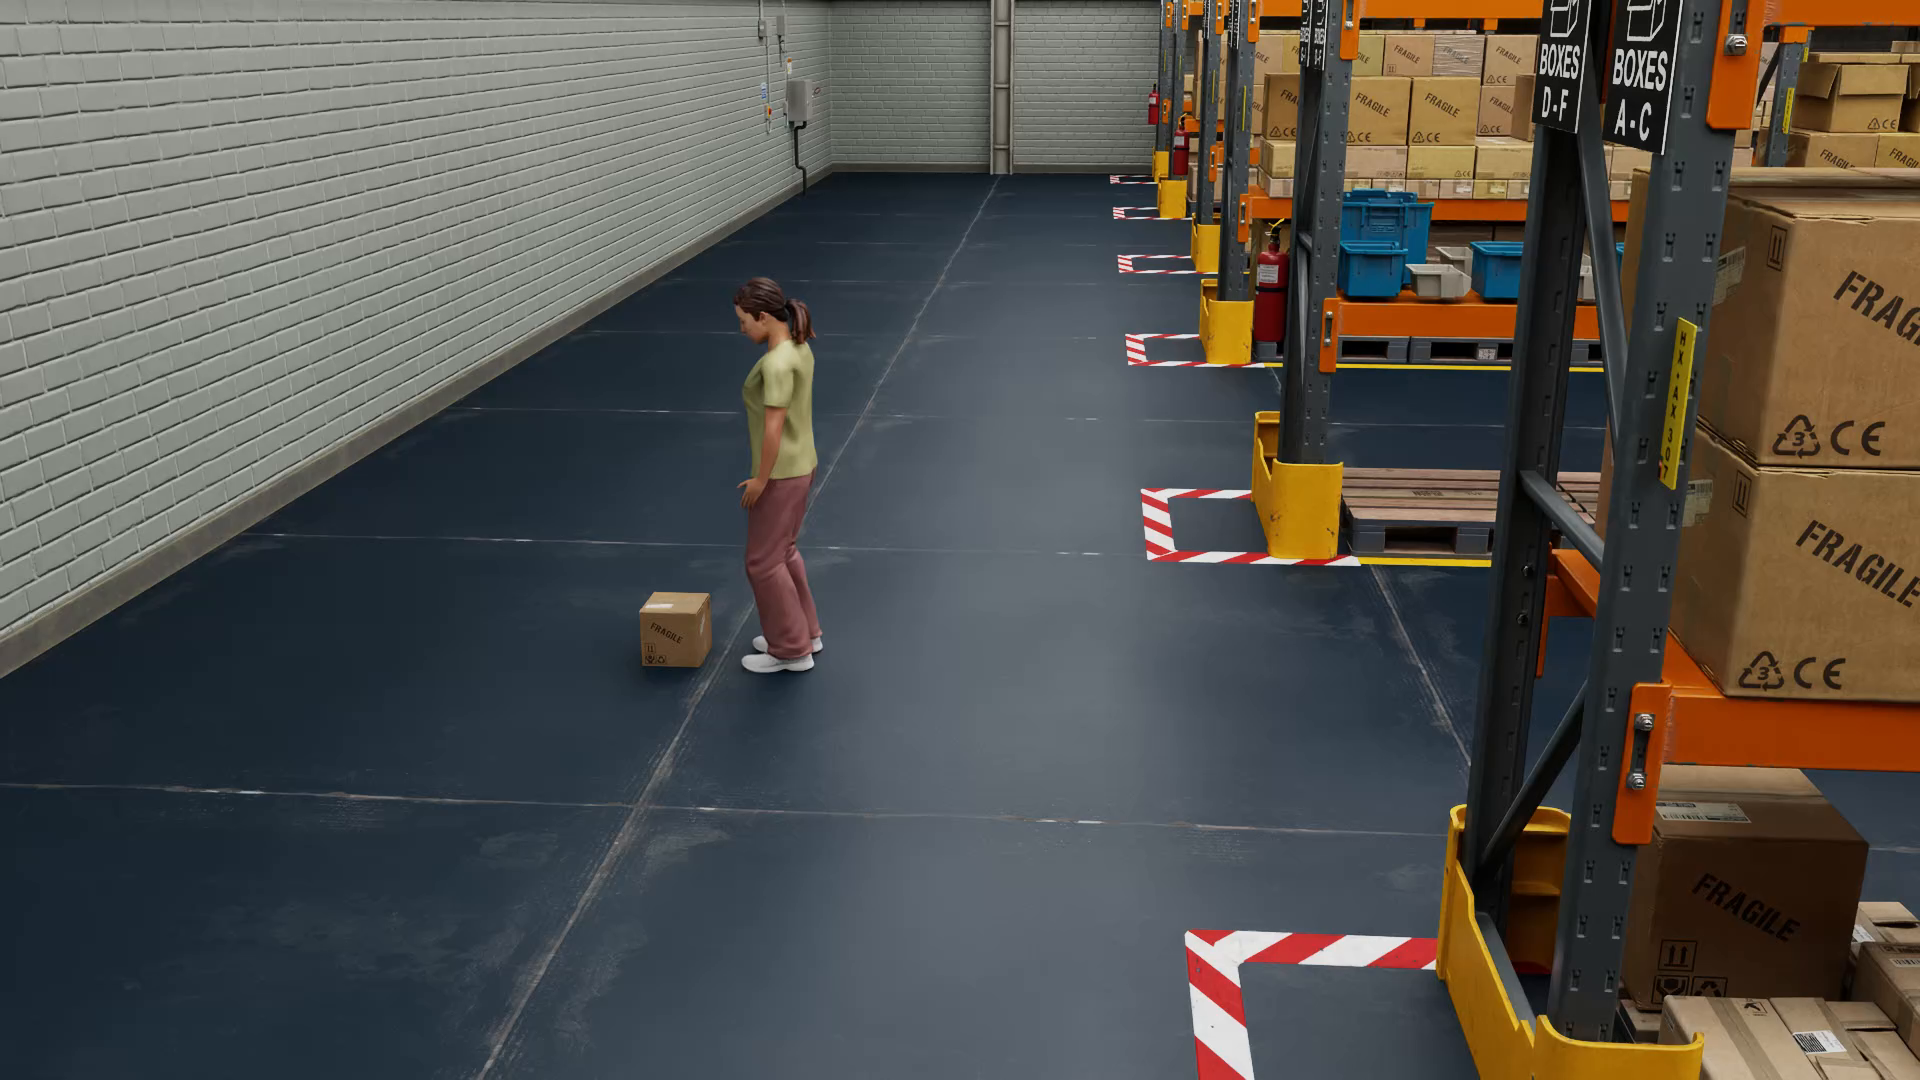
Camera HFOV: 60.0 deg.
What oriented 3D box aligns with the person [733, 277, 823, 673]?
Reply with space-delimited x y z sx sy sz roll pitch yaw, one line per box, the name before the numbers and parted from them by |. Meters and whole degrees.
person | -0.749 -0.263 6.919 0.348 1.662 0.455 2 18 5
